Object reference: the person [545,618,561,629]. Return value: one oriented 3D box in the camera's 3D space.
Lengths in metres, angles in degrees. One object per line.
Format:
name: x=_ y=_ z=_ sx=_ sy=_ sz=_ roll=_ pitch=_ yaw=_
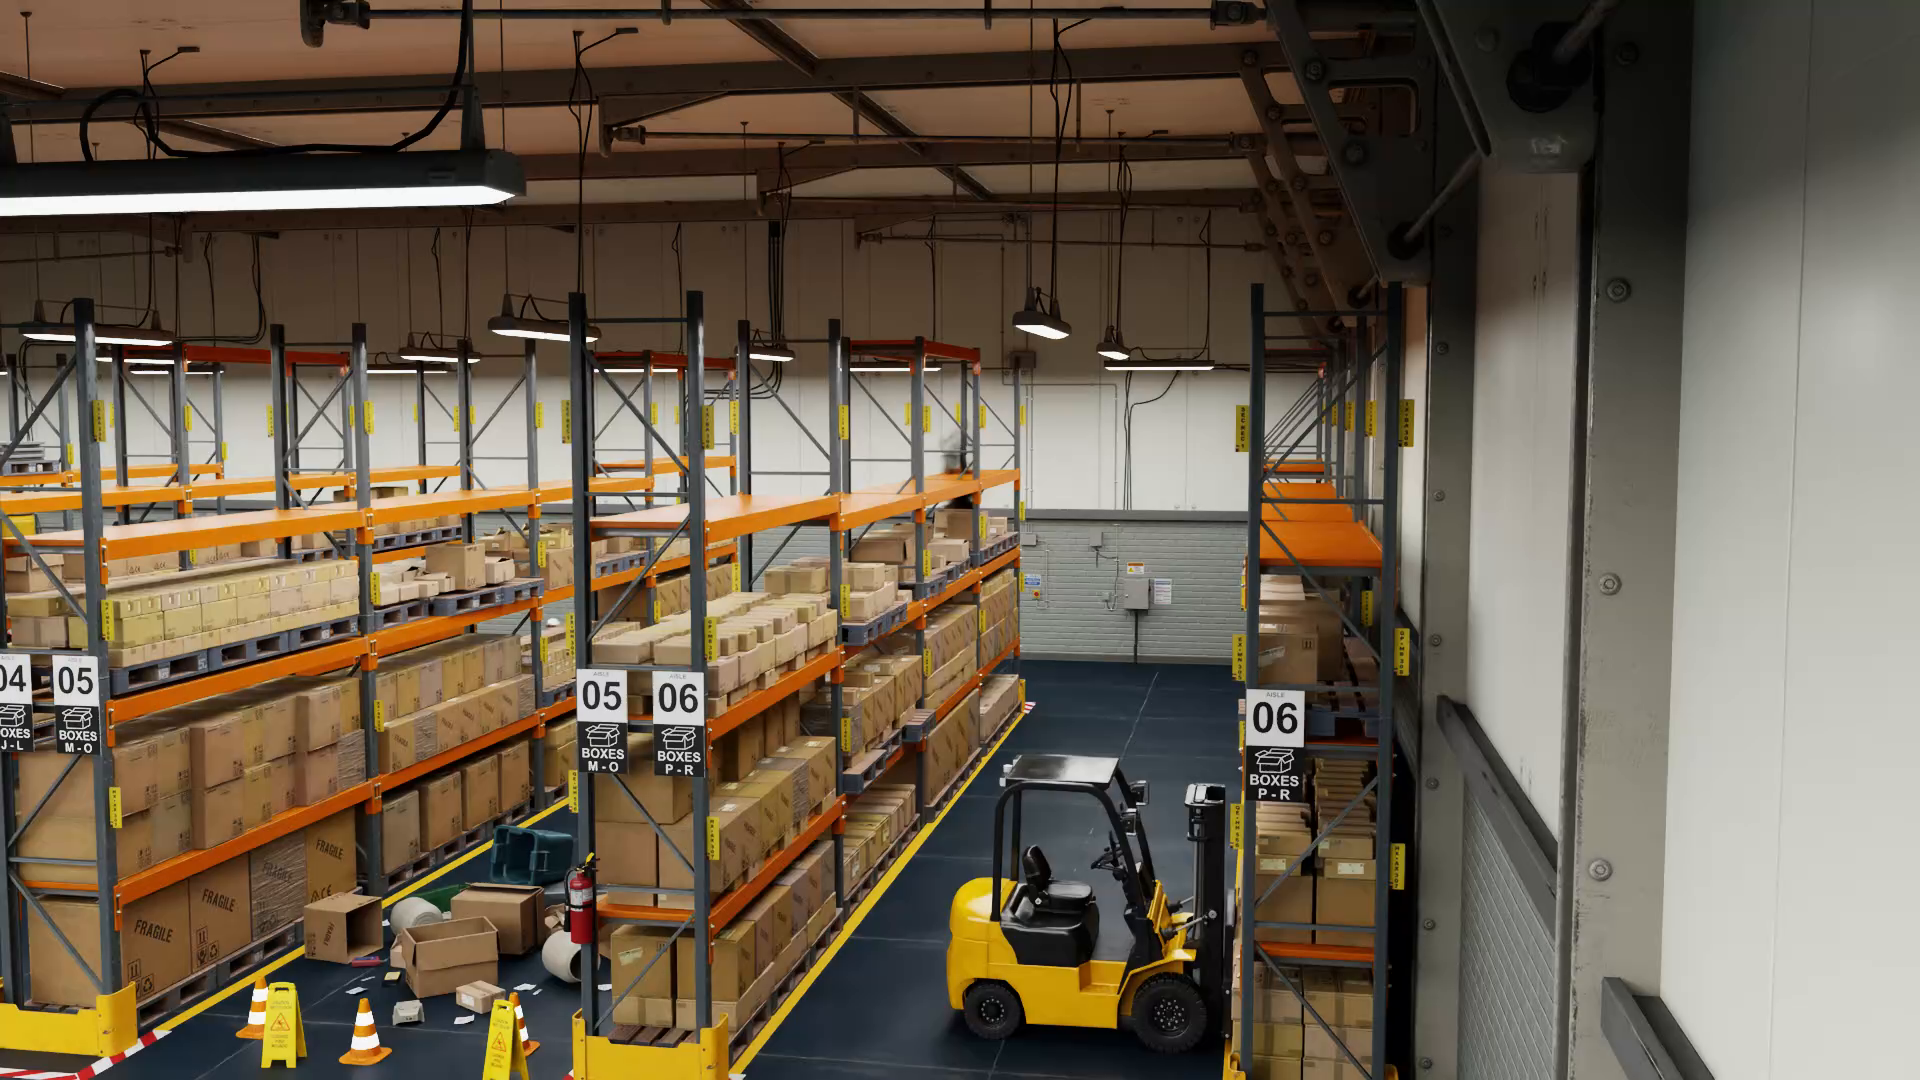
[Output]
person: x=-6.504 y=2.120 z=26.866 sx=0.672 sy=1.721 sz=0.792 roll=1 pitch=5 yaw=14
